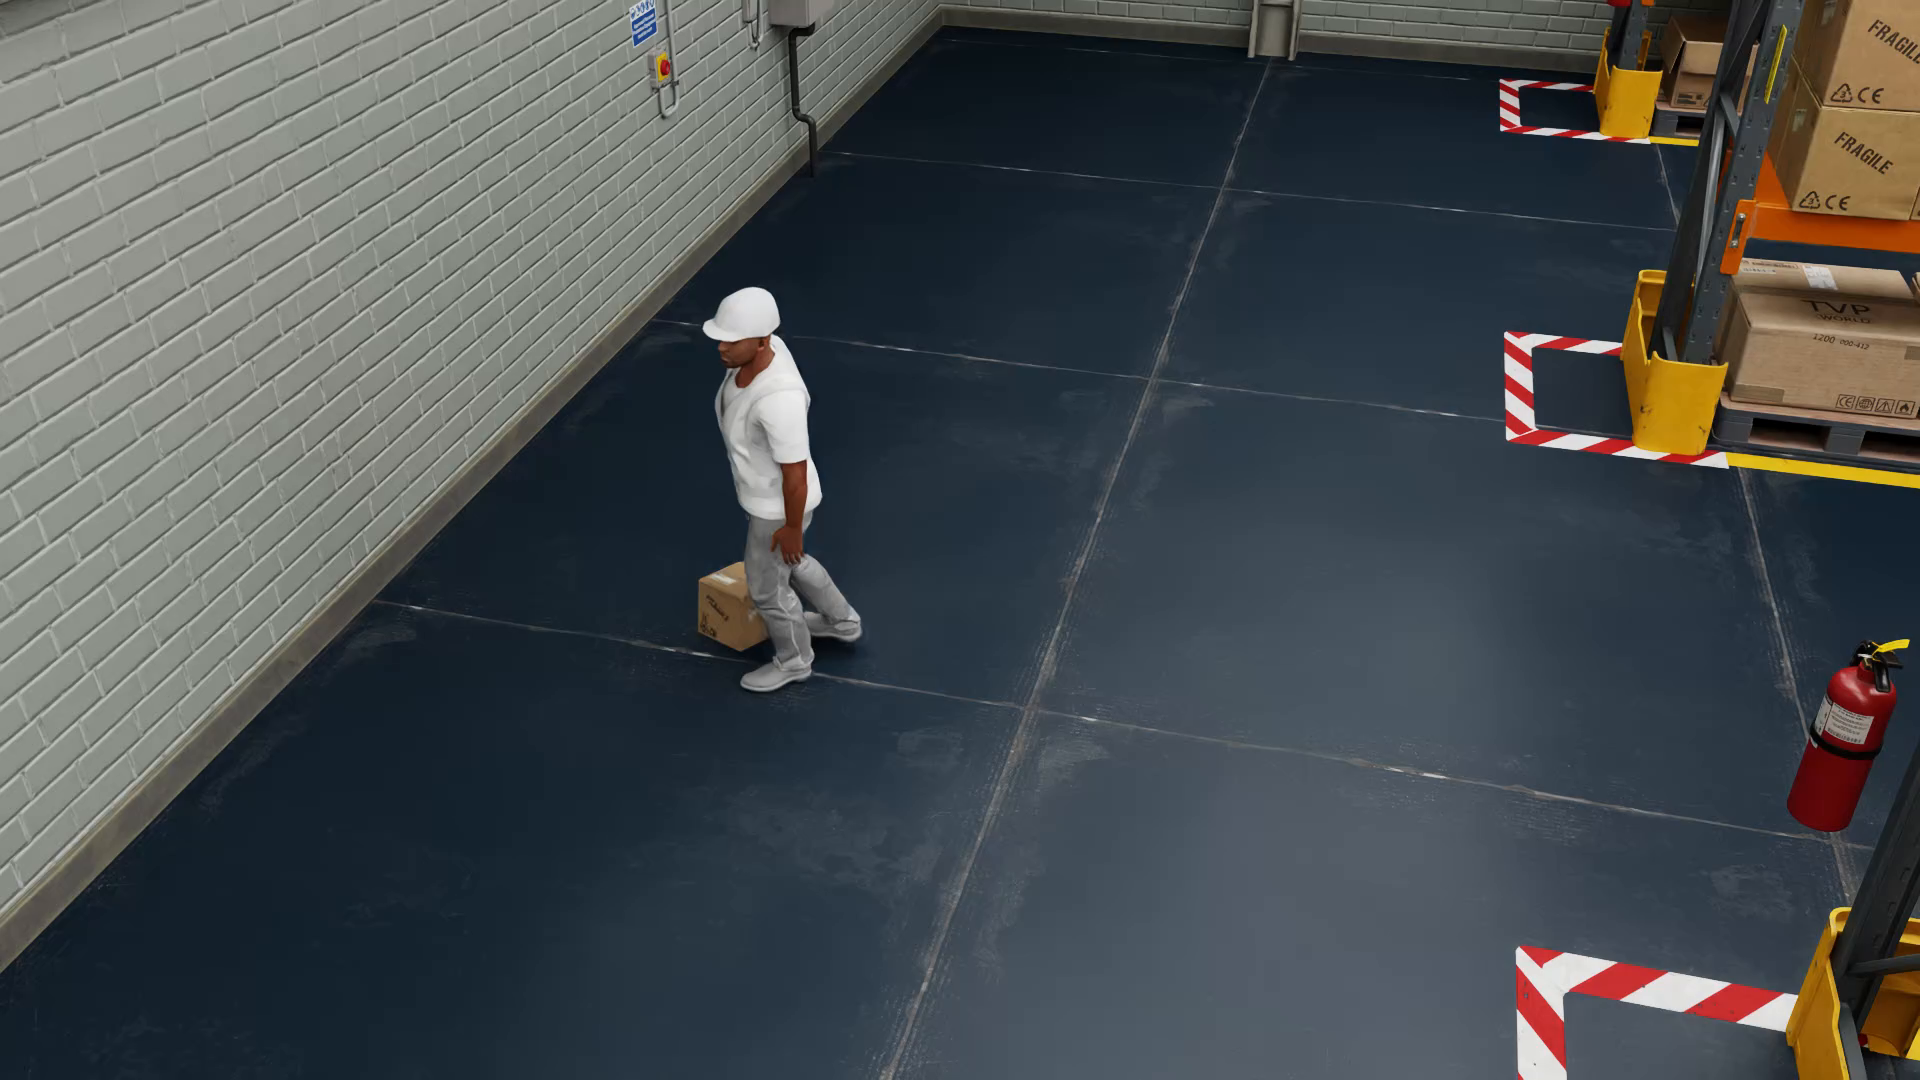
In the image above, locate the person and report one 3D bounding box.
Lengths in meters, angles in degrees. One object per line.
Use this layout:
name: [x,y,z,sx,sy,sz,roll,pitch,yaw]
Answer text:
person: [-0.655,-0.187,6.410,0.571,1.753,0.594,-9,34,-14]
